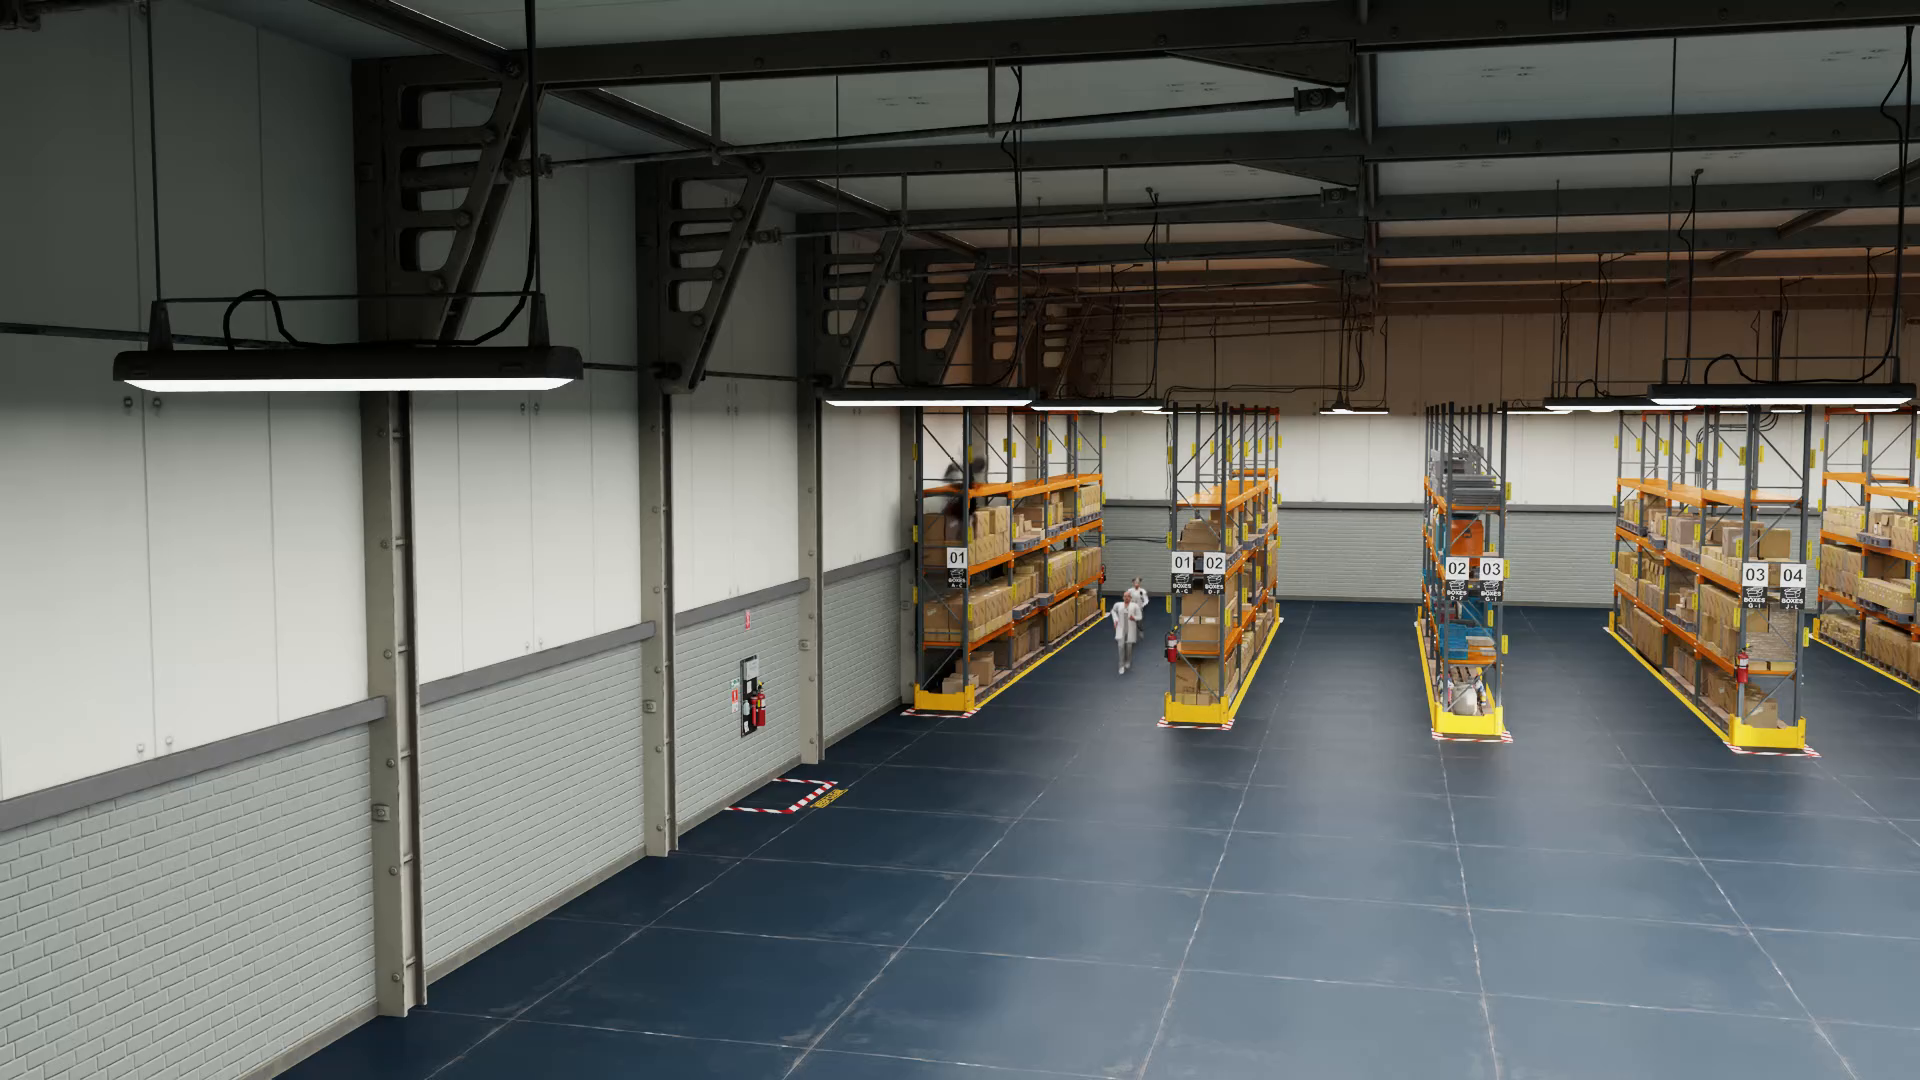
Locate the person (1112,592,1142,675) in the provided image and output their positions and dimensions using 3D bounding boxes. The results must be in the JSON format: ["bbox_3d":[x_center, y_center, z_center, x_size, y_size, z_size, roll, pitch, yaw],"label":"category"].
[{"bbox_3d":[3.745,2.073,37.380,0.694,1.820,0.969,1,4,8],"label":"person"}]

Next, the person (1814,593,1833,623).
[{"bbox_3d":[23.096,1.619,44.319,0.555,1.657,0.702,1,4,19],"label":"person"}]

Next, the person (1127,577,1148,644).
[{"bbox_3d":[4.459,1.771,42.105,0.621,1.670,0.859,1,4,7],"label":"person"}]
